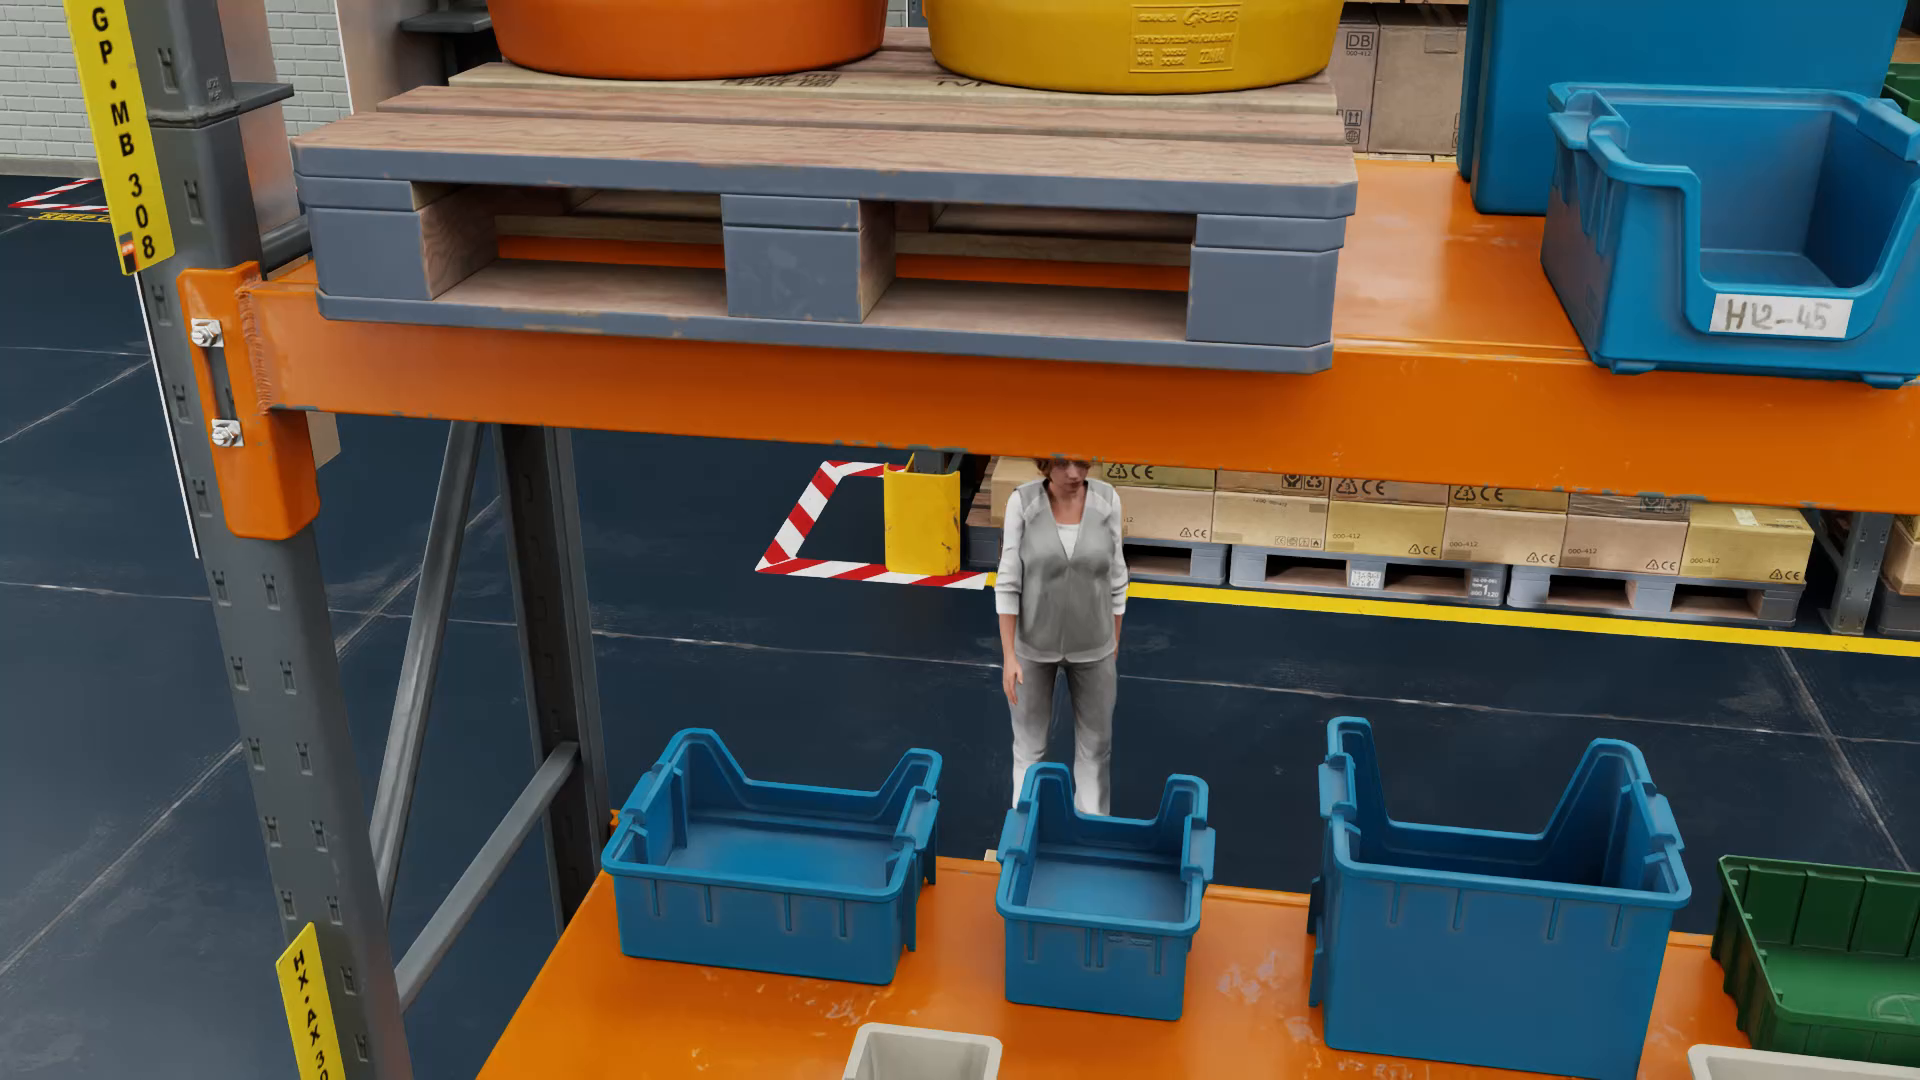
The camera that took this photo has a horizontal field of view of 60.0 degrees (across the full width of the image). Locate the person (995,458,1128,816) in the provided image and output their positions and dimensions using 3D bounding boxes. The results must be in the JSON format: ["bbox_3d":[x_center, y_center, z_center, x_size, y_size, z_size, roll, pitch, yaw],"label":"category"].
[{"bbox_3d":[0.324,0.390,5.287,0.431,1.609,0.413,-1,25,-2],"label":"person"}]
